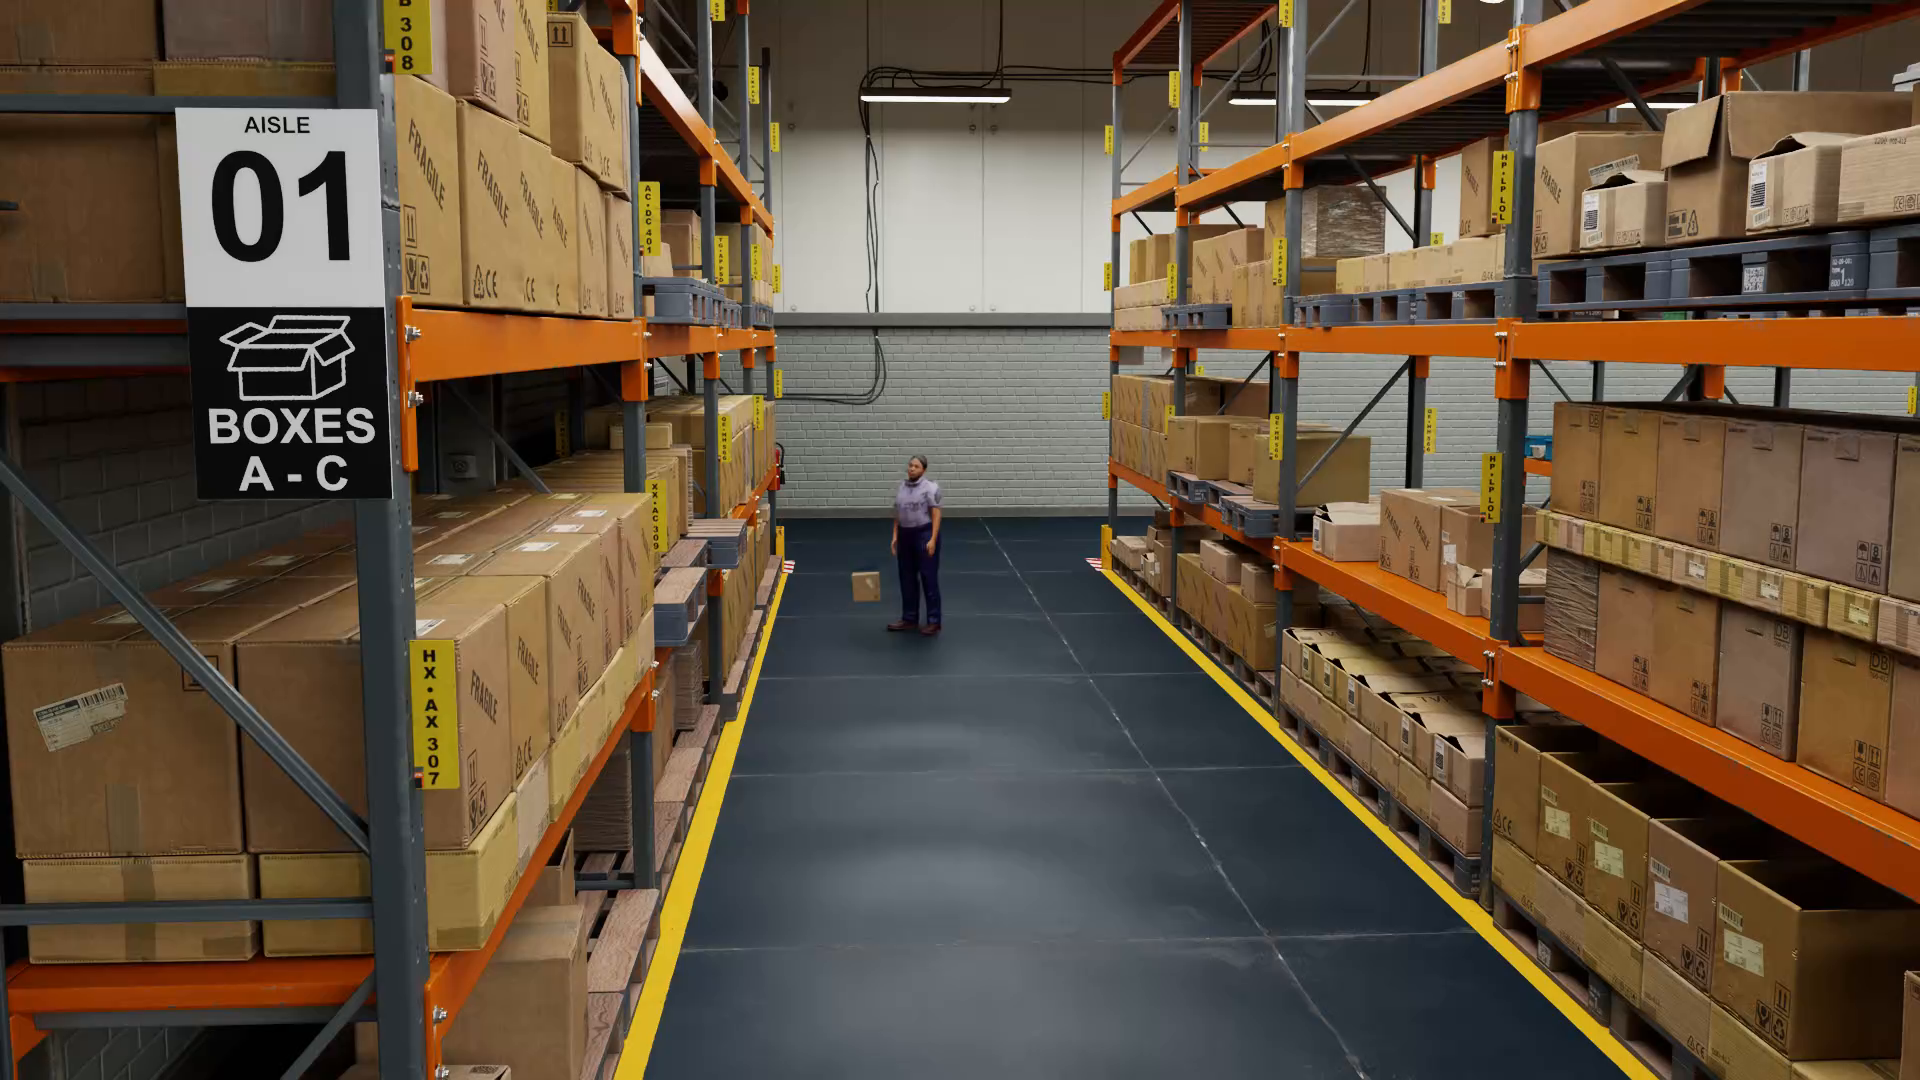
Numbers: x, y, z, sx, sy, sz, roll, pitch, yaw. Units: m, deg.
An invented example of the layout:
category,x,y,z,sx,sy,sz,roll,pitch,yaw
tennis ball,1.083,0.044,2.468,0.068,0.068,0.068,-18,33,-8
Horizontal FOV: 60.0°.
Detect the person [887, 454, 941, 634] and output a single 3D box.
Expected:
category,x,y,z,sx,sy,sz,roll,pitch,yaw
person,-0.414,0.035,15.402,0.592,1.647,0.368,6,9,38
